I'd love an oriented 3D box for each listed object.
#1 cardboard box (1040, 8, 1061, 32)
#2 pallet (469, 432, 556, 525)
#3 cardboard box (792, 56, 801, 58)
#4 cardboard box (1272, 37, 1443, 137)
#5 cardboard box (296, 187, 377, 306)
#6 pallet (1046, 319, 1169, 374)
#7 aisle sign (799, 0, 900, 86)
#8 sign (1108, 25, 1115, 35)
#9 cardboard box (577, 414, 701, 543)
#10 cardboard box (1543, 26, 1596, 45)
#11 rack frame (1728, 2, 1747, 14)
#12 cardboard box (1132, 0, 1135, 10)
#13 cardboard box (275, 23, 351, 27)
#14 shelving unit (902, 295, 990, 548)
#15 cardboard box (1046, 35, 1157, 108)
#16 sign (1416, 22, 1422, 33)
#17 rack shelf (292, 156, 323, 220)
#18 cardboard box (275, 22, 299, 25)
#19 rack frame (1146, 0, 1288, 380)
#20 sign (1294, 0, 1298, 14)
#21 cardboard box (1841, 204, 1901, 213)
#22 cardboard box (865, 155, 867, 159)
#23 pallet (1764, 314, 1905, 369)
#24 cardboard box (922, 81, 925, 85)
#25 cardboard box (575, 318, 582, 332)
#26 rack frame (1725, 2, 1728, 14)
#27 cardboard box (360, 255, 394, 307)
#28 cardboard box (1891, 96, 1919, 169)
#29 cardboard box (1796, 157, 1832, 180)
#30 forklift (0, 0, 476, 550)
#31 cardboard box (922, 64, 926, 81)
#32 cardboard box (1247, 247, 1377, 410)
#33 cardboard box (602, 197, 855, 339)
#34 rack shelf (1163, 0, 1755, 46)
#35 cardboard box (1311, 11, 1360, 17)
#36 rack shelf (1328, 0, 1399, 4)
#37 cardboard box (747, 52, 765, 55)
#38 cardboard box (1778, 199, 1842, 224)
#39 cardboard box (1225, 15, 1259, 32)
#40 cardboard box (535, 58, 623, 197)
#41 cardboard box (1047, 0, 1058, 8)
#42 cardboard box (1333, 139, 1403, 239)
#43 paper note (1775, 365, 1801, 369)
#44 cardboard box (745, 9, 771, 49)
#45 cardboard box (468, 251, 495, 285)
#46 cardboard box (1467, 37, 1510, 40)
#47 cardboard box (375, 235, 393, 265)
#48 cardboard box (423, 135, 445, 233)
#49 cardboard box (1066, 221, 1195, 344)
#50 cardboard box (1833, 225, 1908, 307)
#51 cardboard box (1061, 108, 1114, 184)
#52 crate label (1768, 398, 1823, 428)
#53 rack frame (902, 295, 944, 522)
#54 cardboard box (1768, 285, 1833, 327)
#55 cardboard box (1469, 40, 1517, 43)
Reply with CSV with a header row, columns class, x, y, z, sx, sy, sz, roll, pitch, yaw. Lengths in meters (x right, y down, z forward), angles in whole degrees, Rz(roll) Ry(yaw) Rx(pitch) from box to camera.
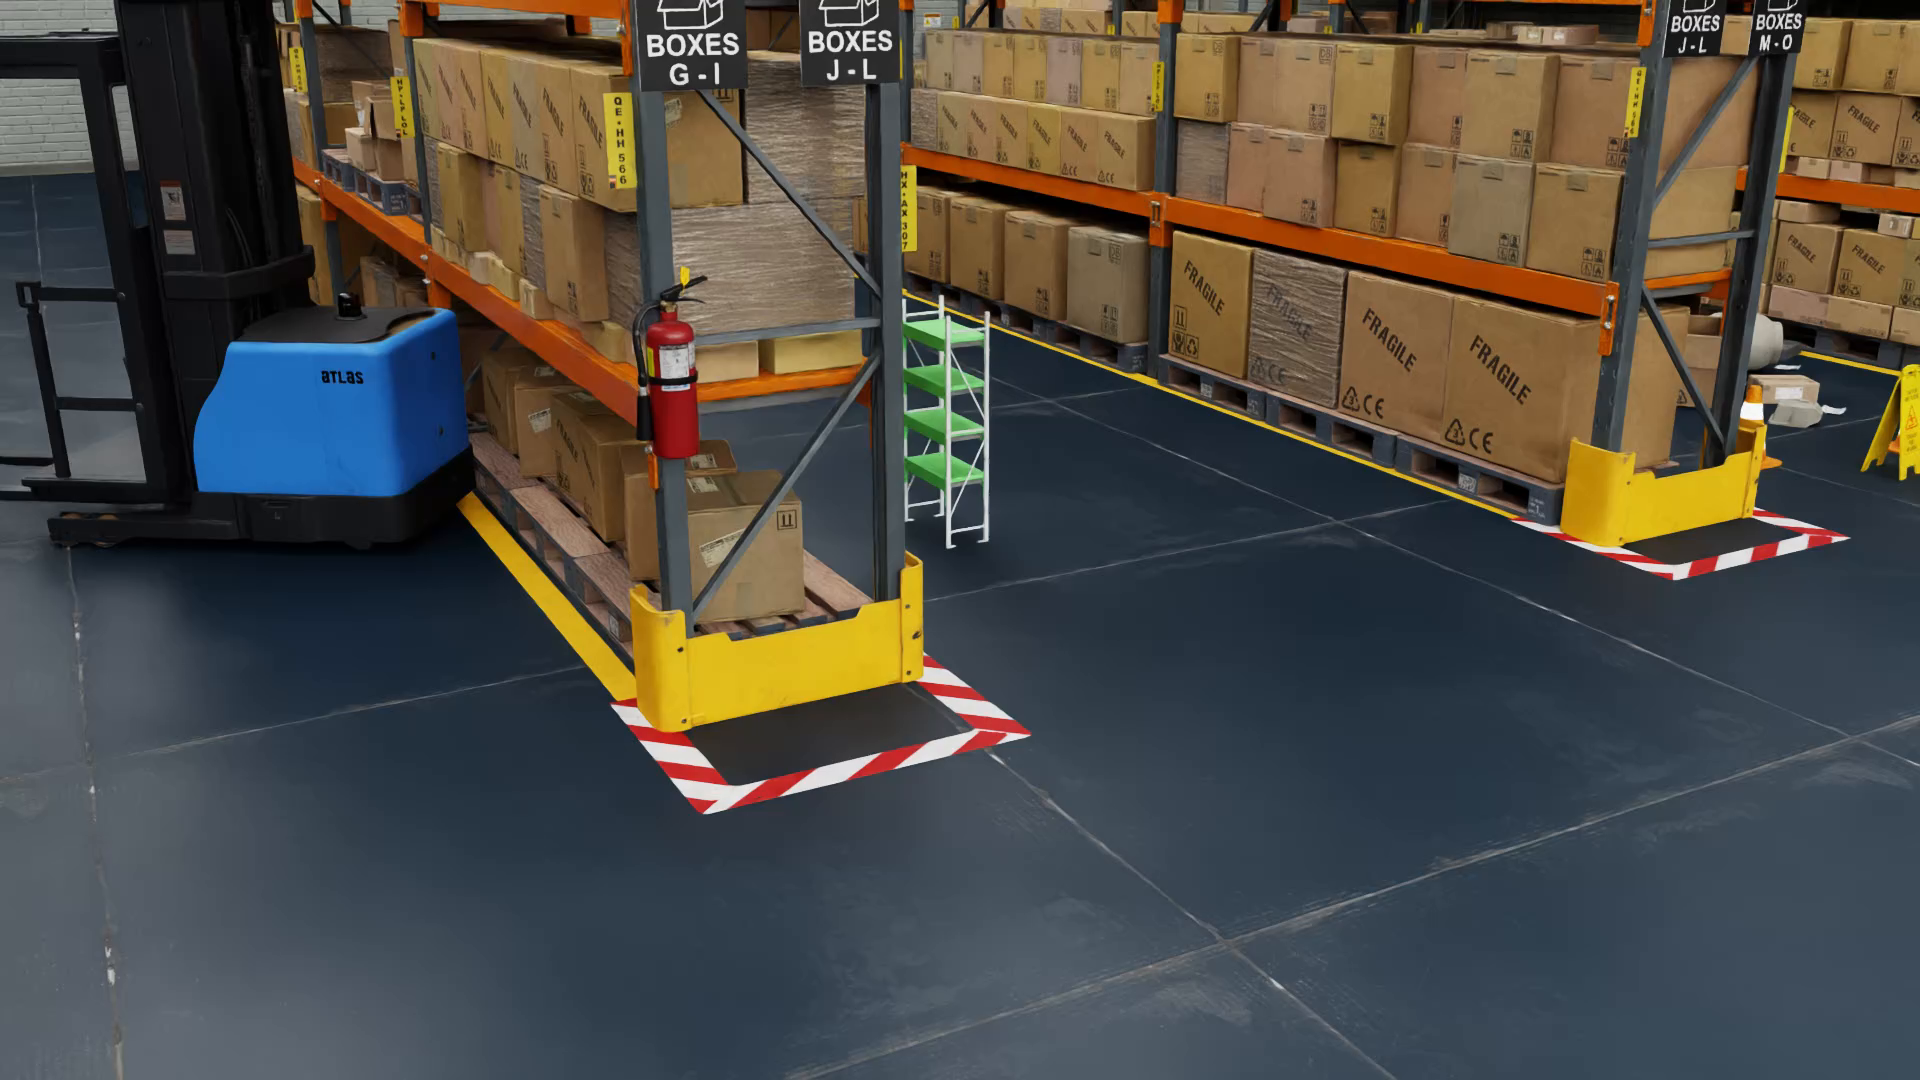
class,x,y,z,sx,sy,sz,roll,pitch,yaw
cardboard box,1.382,-6.663,21.657,0.500,0.500,0.500,-10,21,-26
pallet,-2.239,-0.422,9.531,1.003,0.211,1.213,-10,21,-27
cardboard box,-1.578,-4.769,16.683,0.380,0.149,0.250,-9,21,-25
cardboard box,2.467,-2.821,10.322,0.875,0.550,0.550,-10,21,-27
cardboard box,-4.798,-2.471,13.809,1.225,0.875,0.875,-11,22,-29
pallet,1.391,-1.559,12.825,1.003,0.211,1.213,-10,21,-27
aisle sign,-0.397,-2.037,5.951,0.394,0.787,0.004,-10,21,-27
sign,1.845,-6.120,20.319,0.100,0.325,0.005,-10,21,-27
cardboard box,-1.566,-0.327,8.169,0.500,0.500,0.500,-8,21,-22
cardboard box,5.375,-4.449,14.679,0.380,0.149,0.250,-11,22,-28
rack frame,6.132,-3.463,14.068,1.000,3.000,0.127,-10,21,-27
cardboard box,2.276,-6.788,21.023,0.380,0.149,0.250,-10,21,-26
cardboard box,-6.078,-4.564,15.567,0.797,0.503,0.637,-11,22,-28
shelving unit,-0.079,-0.615,8.573,0.258,1.200,0.503,-10,21,-27
cardboard box,1.097,-3.621,12.840,0.700,0.500,0.500,-10,21,-26
sign,6.226,-6.852,22.563,0.100,0.325,0.005,-10,21,-27
rack shelf,-5.439,-3.310,14.728,1.077,0.370,4.000,-10,21,-27
cardboard box,-7.825,-5.698,19.169,0.500,0.500,0.500,-10,21,-26
rack frame,1.824,-2.667,11.762,1.000,3.000,0.127,-10,21,-27
sign,5.298,-8.454,26.274,0.100,0.325,0.005,-10,21,-27
cardboard box,9.879,-3.681,17.696,0.875,0.625,0.625,-10,22,-27
cardboard box,-0.903,-3.861,17.261,0.500,0.250,0.500,-11,22,-29
pallet,7.065,-1.607,12.964,1.003,0.211,1.213,-10,21,-27
cardboard box,-0.129,-4.205,15.506,0.380,0.149,0.250,-9,21,-24
cardboard box,-1.477,-0.999,7.312,0.380,0.149,0.250,-10,21,-27
rack frame,8.599,-5.381,19.627,1.000,3.000,0.127,-10,21,-27
cardboard box,-4.153,-1.913,12.735,0.700,0.500,0.500,-11,22,-30
cardboard box,7.063,-2.904,11.840,0.500,0.500,0.500,-10,21,-27
cardboard box,6.598,-2.835,12.634,0.380,0.149,0.250,-10,21,-26
forklift,-4.243,-1.516,8.532,3.031,2.935,1.130,2,19,5
cardboard box,-0.127,-4.340,15.440,0.380,0.149,0.250,-10,21,-27
cardboard box,2.492,-1.412,10.737,0.875,0.875,0.875,-10,21,-26
cardboard box,-0.927,-1.129,6.697,0.875,0.500,0.500,-10,21,-27
rack shelf,2.773,-3.171,9.726,1.077,0.370,4.000,-10,21,-27
cardboard box,5.491,-7.499,24.390,0.500,0.500,0.500,-9,21,-25
rack shelf,3.283,-6.263,18.687,1.077,0.370,4.000,-10,21,-27
cardboard box,-1.181,-1.928,7.478,0.500,0.500,0.500,-10,21,-27
cardboard box,6.557,-2.542,12.827,0.380,0.149,0.250,-9,21,-24
cardboard box,3.276,-5.528,18.368,0.500,0.500,0.500,-10,21,-27
cardboard box,-1.411,-1.702,6.824,0.500,0.500,0.500,-10,21,-27
cardboard box,1.355,-7.002,21.643,0.380,0.149,0.250,-10,22,-28
cardboard box,2.783,-2.170,10.090,0.875,0.550,0.500,-10,21,-27
paper note,6.126,-1.284,12.305,0.148,0.019,0.142,16,25,39
cardboard box,-2.436,-5.717,18.459,0.500,0.500,0.500,-11,22,-29
cardboard box,-2.292,-1.411,8.507,0.380,0.149,0.250,-10,21,-27
cardboard box,5.189,-4.619,16.164,0.500,0.500,0.500,-12,22,-30
cardboard box,-4.144,-2.269,12.617,0.500,0.250,0.500,-9,21,-24
cardboard box,-2.430,-1.977,9.152,0.875,0.500,0.500,-10,21,-27
cardboard box,1.450,-1.966,12.536,1.050,0.750,0.750,-10,21,-27
cardboard box,6.937,-2.053,12.403,0.500,0.500,0.500,-11,22,-28
cardboard box,1.101,-2.968,12.480,0.500,0.500,0.500,-10,22,-27
crate label,5.449,-0.831,10.831,0.298,0.136,0.250,11,22,30
rack frame,-0.194,-0.685,8.776,0.240,1.200,0.015,-10,21,-27
cardboard box,6.692,-1.847,12.957,0.500,0.250,0.500,-10,22,-27
cardboard box,4.985,-4.388,15.495,0.500,0.500,0.500,-11,22,-29
